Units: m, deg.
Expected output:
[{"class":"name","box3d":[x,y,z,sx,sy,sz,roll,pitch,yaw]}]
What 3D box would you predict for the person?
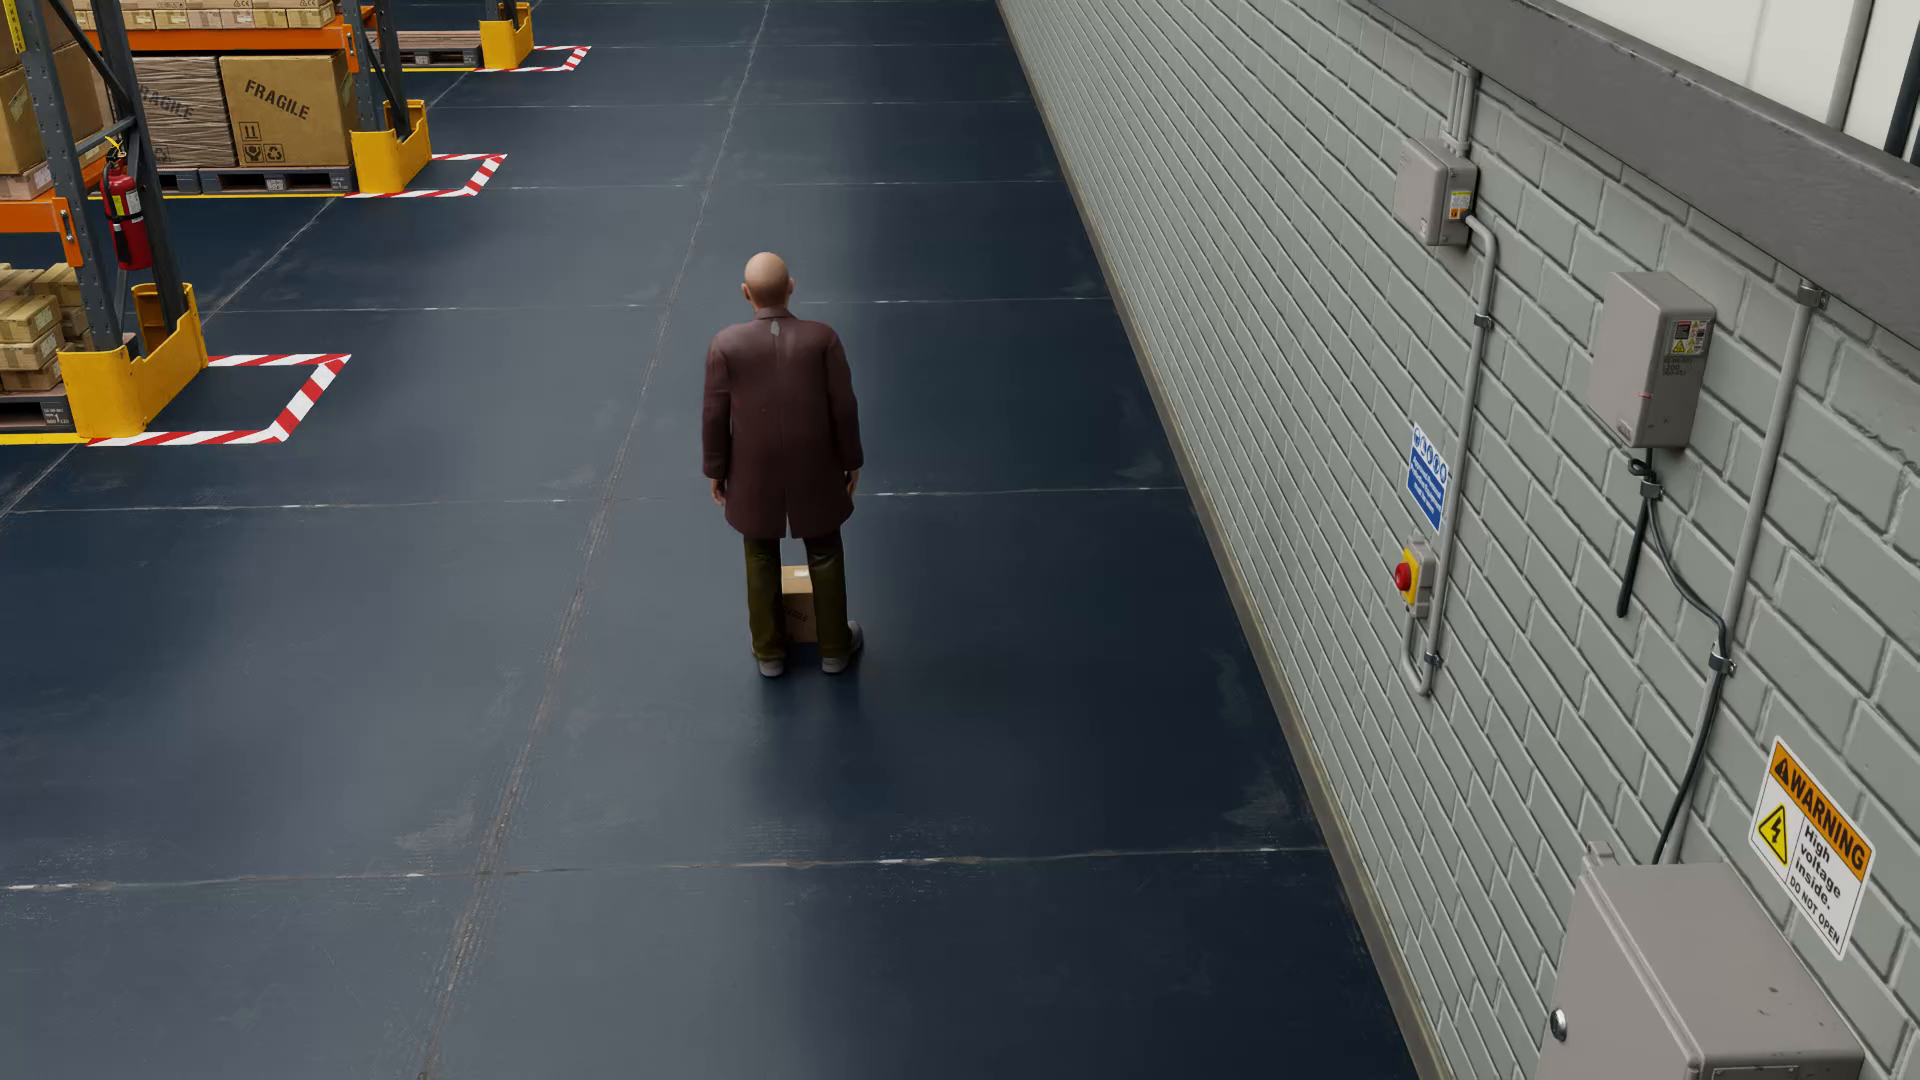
[{"class":"person","box3d":[-0.709,-0.282,6.686,0.645,1.772,0.429,-3,27,-6]}]
